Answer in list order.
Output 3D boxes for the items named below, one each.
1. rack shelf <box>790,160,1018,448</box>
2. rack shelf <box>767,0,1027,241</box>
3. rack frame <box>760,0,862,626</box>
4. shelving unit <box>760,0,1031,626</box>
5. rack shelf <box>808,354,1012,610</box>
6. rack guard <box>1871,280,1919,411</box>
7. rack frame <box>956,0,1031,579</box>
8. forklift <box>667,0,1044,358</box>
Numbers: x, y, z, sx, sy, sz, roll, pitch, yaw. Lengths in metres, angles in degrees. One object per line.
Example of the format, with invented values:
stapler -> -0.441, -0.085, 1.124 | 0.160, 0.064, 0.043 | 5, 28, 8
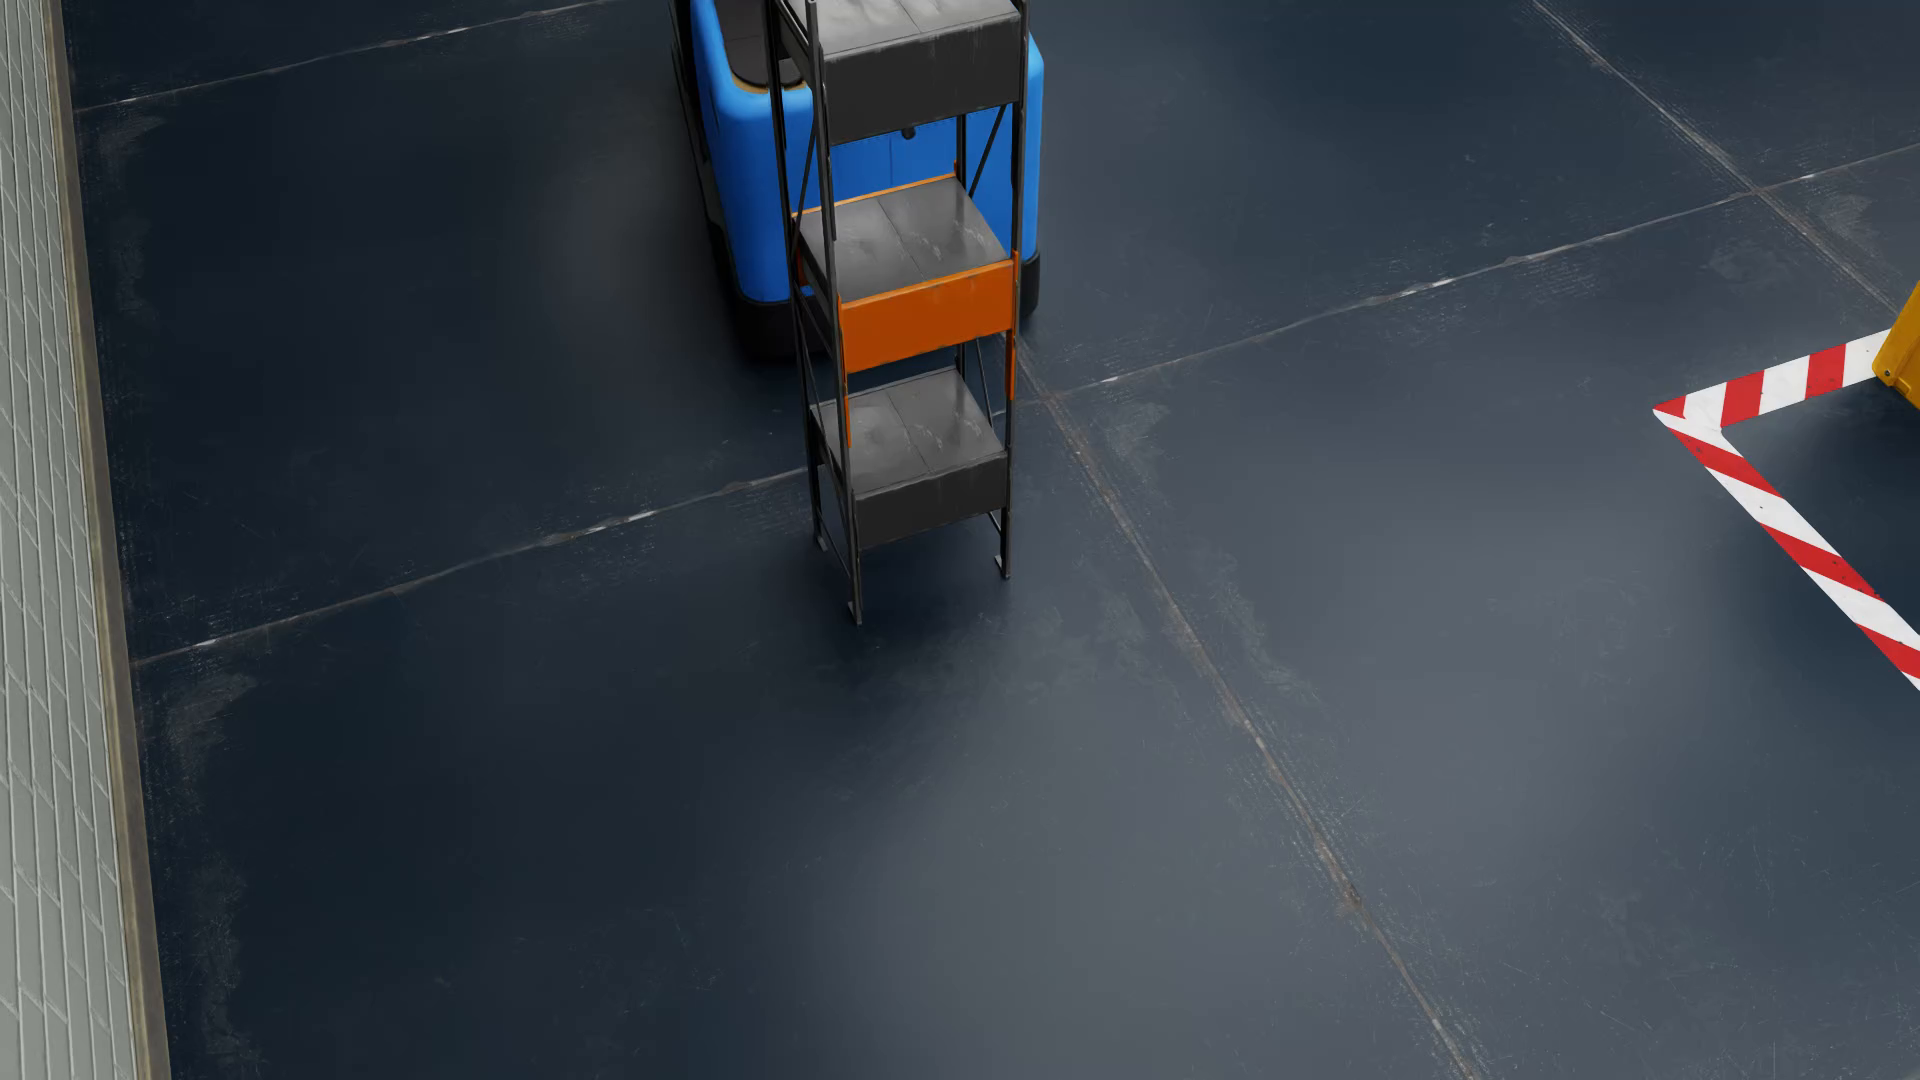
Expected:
rack shelf -> -0.153, -0.628, 4.423 | 0.480, 0.518, 0.431 | -17, 52, -14
rack shelf -> -0.153, -1.084, 3.892 | 0.480, 0.518, 0.431 | -17, 52, -14
rack frame -> -0.379, -0.567, 4.353 | 0.015, 2.100, 0.400 | -17, 52, -14
shelving unit -> -0.153, -0.637, 4.413 | 0.503, 2.100, 0.431 | -17, 52, -14
rack shelf -> -0.153, -0.172, 4.954 | 0.480, 0.518, 0.431 | -17, 52, -14
rack guard -> 3.517, -0.415, 5.277 | 0.348, 0.500, 1.175 | -17, 52, -14
rack frame -> 0.073, -0.707, 4.473 | 0.015, 2.100, 0.400 | -17, 52, -14
forklift -> -0.559, -2.723, 5.657 | 1.130, 2.935, 3.031 | -10, 50, -9
